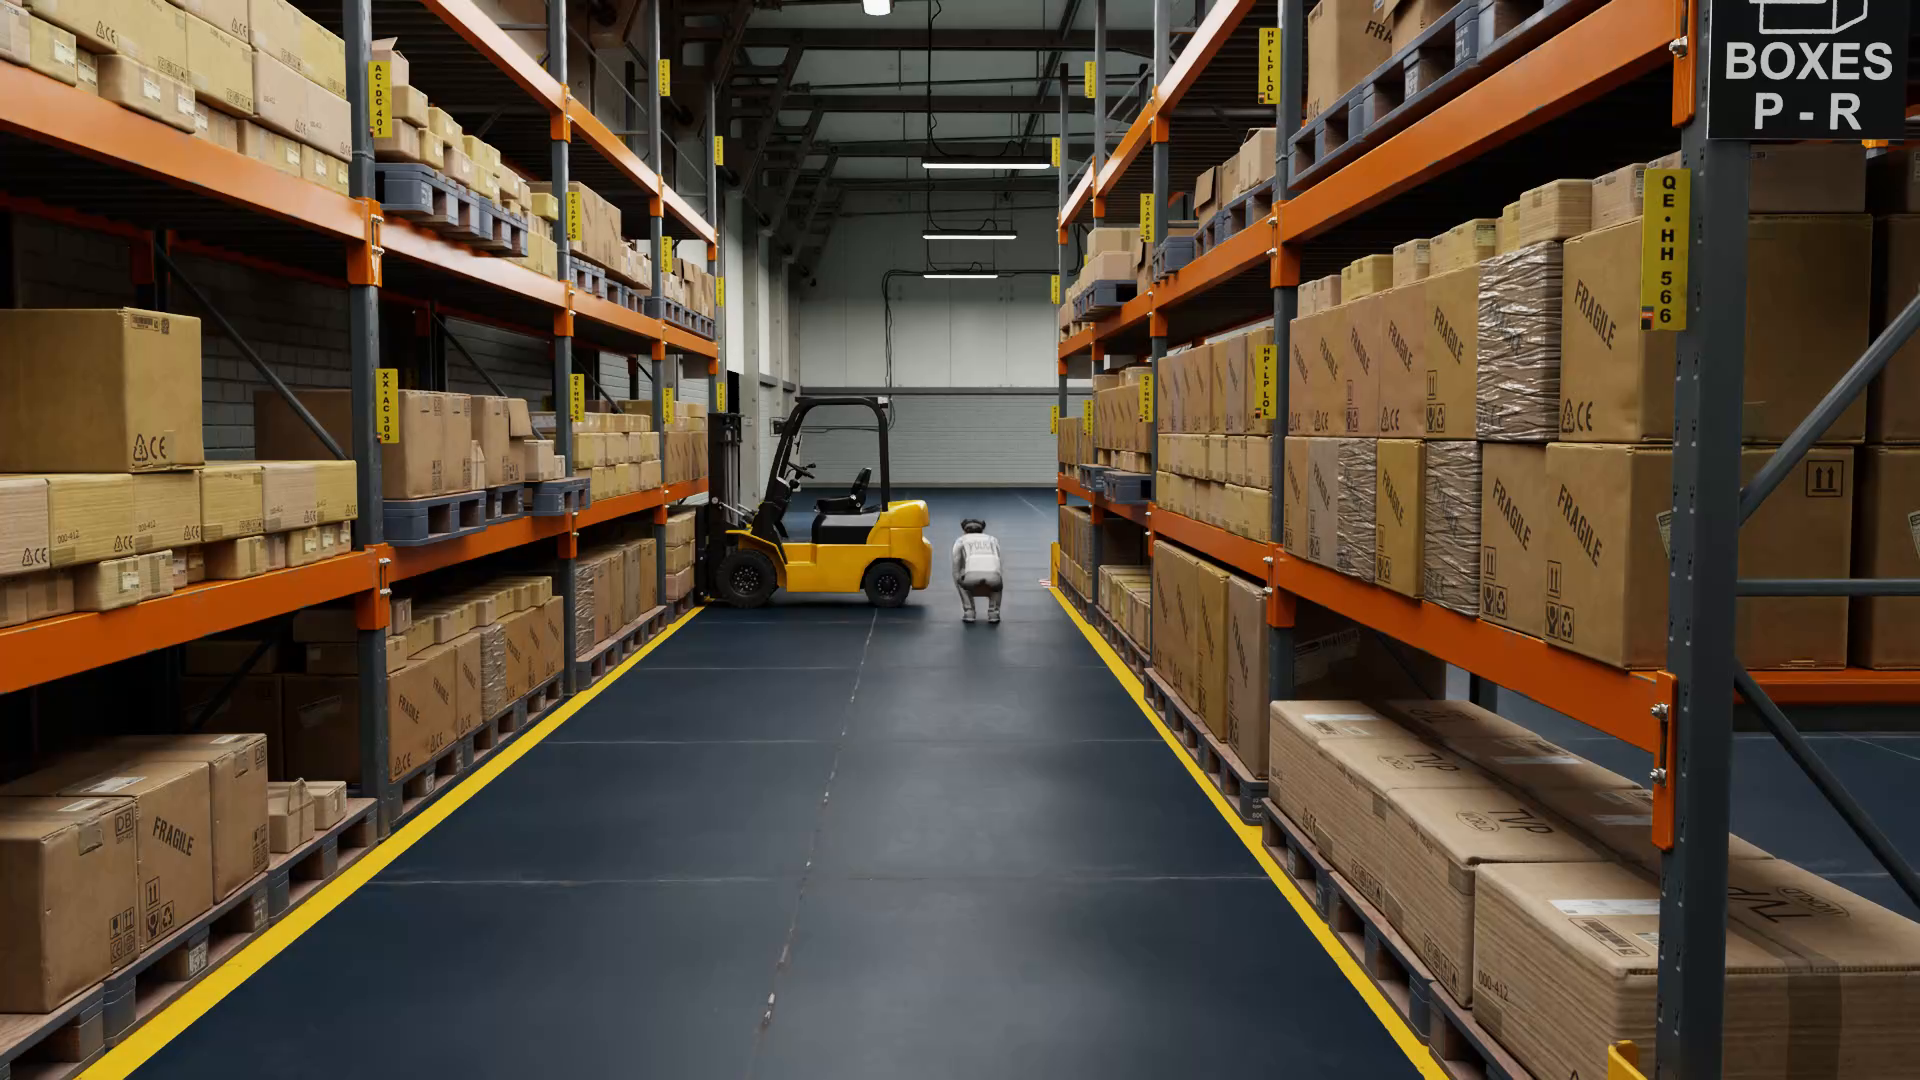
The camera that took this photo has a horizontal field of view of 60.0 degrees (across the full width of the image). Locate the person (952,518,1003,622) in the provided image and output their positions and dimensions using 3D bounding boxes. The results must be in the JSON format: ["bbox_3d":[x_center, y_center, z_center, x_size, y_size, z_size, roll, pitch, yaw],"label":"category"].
[{"bbox_3d":[0.174,0.289,15.899,0.493,0.974,0.825,0,4,-1],"label":"person"}]
